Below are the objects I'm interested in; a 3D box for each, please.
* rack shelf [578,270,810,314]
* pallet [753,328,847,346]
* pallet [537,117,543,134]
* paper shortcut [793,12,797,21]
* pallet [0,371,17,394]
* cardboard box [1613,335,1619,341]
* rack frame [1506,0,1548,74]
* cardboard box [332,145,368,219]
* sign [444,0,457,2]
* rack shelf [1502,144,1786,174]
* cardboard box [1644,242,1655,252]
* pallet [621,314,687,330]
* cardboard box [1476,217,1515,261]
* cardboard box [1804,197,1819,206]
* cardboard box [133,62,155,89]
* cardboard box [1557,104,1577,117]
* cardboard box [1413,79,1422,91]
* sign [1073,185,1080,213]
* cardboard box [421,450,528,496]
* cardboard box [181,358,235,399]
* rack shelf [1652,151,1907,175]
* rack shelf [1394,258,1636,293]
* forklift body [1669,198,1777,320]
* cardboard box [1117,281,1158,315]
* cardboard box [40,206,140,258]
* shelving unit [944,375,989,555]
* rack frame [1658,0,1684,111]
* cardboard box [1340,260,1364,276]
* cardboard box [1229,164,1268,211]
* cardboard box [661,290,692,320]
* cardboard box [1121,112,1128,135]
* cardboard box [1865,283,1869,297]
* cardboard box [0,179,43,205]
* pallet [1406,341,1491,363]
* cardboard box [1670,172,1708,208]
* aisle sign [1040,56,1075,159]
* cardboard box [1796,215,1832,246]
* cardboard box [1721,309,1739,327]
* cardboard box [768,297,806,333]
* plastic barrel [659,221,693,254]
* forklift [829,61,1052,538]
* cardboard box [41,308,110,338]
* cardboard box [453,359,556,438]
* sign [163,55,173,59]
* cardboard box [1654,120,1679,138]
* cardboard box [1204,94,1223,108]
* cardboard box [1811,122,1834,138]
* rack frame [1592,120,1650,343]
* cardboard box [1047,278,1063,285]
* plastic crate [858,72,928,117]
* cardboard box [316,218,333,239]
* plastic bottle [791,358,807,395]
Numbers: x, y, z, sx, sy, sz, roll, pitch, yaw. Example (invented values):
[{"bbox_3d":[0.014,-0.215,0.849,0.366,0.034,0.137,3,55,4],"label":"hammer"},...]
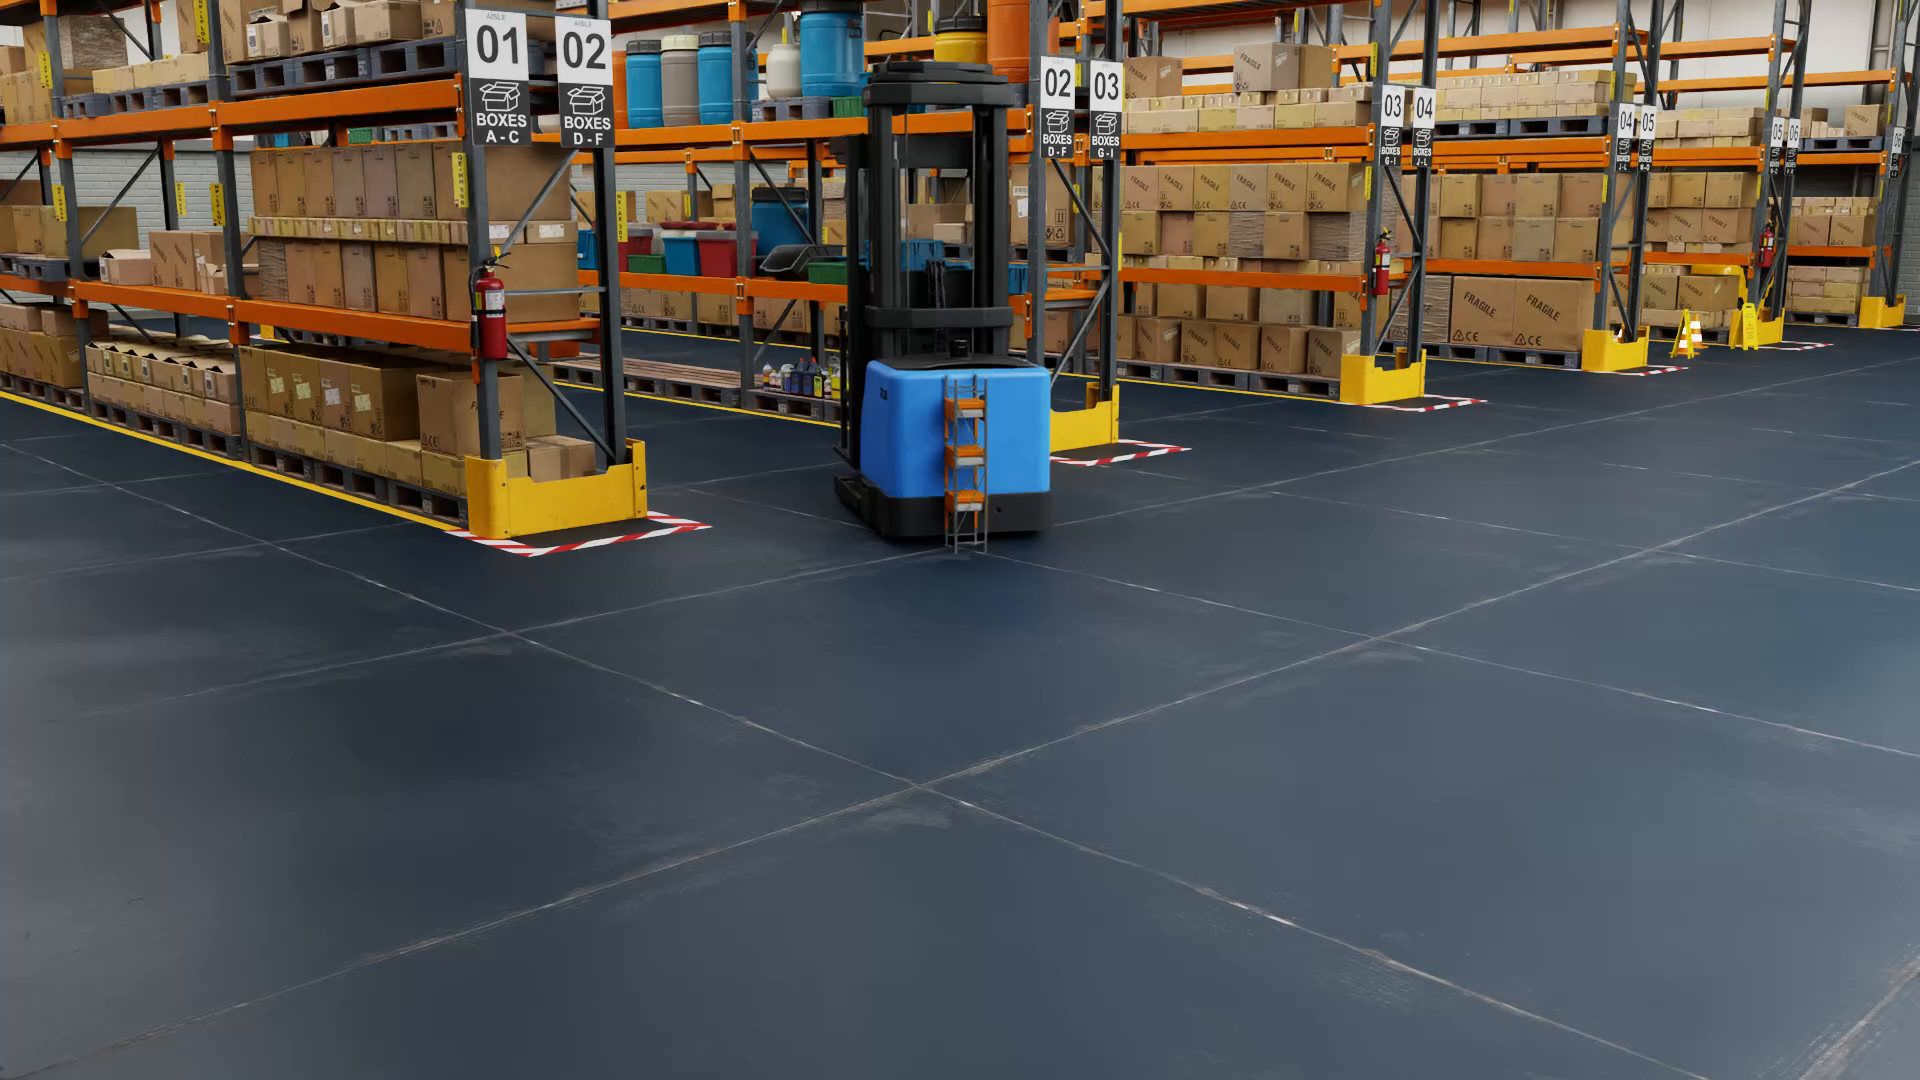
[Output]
[{"bbox_3d":[-3.189,-2.790,18.276,1.077,0.370,4.000,-11,16,-43],"label":"rack shelf"},{"bbox_3d":[-2.316,-3.062,24.725,1.003,0.211,1.213,-11,16,-43],"label":"pallet"},{"bbox_3d":[-5.028,-4.936,19.944,1.003,0.211,1.213,-11,16,-43],"label":"pallet"},{"bbox_3d":[-2.280,-7.250,22.931,0.009,0.170,0.078,4,-25,-45],"label":"paper shortcut"},{"bbox_3d":[-10.329,-1.849,18.837,1.003,0.211,1.213,-11,16,-43],"label":"pallet"},{"bbox_3d":[9.338,-2.851,23.855,0.380,0.149,0.250,-3,12,-13],"label":"cardboard box"},{"bbox_3d":[8.942,-7.860,26.234,1.000,3.000,0.127,-11,16,-43],"label":"rack frame"},{"bbox_3d":[-4.042,-2.561,11.921,0.700,0.500,0.500,-11,16,-43],"label":"cardboard box"},{"bbox_3d":[-3.033,-3.367,9.864,0.100,0.325,0.005,-11,16,-43],"label":"sign"},{"bbox_3d":[10.323,-5.746,25.193,1.077,0.370,4.000,-11,16,-43],"label":"rack shelf"},{"bbox_3d":[10.357,-4.416,25.010,0.380,0.149,0.250,-11,16,-43],"label":"cardboard box"},{"bbox_3d":[-5.066,-3.642,27.541,1.003,0.211,1.213,-11,16,-43],"label":"pallet"},{"bbox_3d":[7.213,-3.931,21.660,0.875,0.550,0.550,-11,16,-43],"label":"cardboard box"},{"bbox_3d":[14.380,-5.678,27.919,0.380,0.149,0.250,-11,16,-42],"label":"cardboard box"},{"bbox_3d":[-7.039,-4.128,14.887,0.500,0.250,0.500,-11,16,-44],"label":"cardboard box"},{"bbox_3d":[7.546,-5.272,20.442,0.380,0.149,0.250,-11,16,-42],"label":"cardboard box"},{"bbox_3d":[6.142,-5.959,21.801,0.380,0.149,0.250,-11,16,-42],"label":"cardboard box"},{"bbox_3d":[1.375,-4.030,19.642,0.100,0.325,0.005,-11,16,-43],"label":"sign"},{"bbox_3d":[-3.215,-0.473,11.020,0.500,0.250,0.500,-11,16,-43],"label":"cardboard box"},{"bbox_3d":[-6.244,-1.389,14.075,0.500,0.311,0.500,-10,16,-41],"label":"cardboard box"},{"bbox_3d":[13.910,-6.439,28.553,1.077,0.370,4.000,-11,16,-43],"label":"rack shelf"},{"bbox_3d":[6.813,-3.573,22.076,1.077,0.370,4.000,-11,16,-43],"label":"rack shelf"},{"bbox_3d":[12.663,-4.637,27.561,2.313,2.155,1.214,-11,16,-43],"label":"forklift body"},{"bbox_3d":[3.025,-3.803,25.946,1.050,0.750,0.750,-11,16,-43],"label":"cardboard box"},{"bbox_3d":[-8.672,-3.075,16.590,0.500,0.500,0.700,6,13,26],"label":"cardboard box"},{"bbox_3d":[0.036,-0.452,9.979,0.215,1.050,0.252,-3,12,-13],"label":"shelving unit"},{"bbox_3d":[12.529,-8.552,29.594,1.000,3.000,0.127,-11,16,-43],"label":"rack frame"},{"bbox_3d":[4.191,-2.847,17.391,0.380,0.149,0.250,-11,16,-43],"label":"cardboard box"},{"bbox_3d":[3.285,-3.833,18.091,0.500,0.500,0.500,-11,16,-43],"label":"cardboard box"},{"bbox_3d":[-4.148,-3.981,26.497,0.875,0.875,0.875,-11,16,-43],"label":"cardboard box"},{"bbox_3d":[1.900,-4.835,19.357,0.500,0.250,0.500,11,16,43],"label":"cardboard box"},{"bbox_3d":[15.117,-4.231,28.024,0.500,0.250,0.500,-11,16,-42],"label":"cardboard box"},{"bbox_3d":[-11.040,-3.975,19.519,0.500,0.500,0.500,-10,16,-41],"label":"cardboard box"},{"bbox_3d":[6.747,-2.551,22.245,1.003,0.211,1.213,-11,16,-43],"label":"pallet"},{"bbox_3d":[10.849,-5.141,24.443,0.700,0.500,0.500,-11,16,-42],"label":"cardboard box"},{"bbox_3d":[0.789,-3.488,13.439,0.394,0.787,0.004,-11,16,-43],"label":"aisle sign"},{"bbox_3d":[14.410,-5.191,27.901,0.500,0.500,0.500,-10,15,-41],"label":"cardboard box"},{"bbox_3d":[11.347,-3.353,24.999,0.500,0.250,0.500,-11,16,-43],"label":"cardboard box"},{"bbox_3d":[-2.060,-3.524,24.282,1.225,0.875,0.875,-11,16,-42],"label":"cardboard box"},{"bbox_3d":[-3.115,-3.257,18.425,0.433,0.535,0.433,0,12,0],"label":"plastic barrel"},{"bbox_3d":[-0.272,-1.701,11.377,1.130,2.935,3.031,-3,12,-13],"label":"forklift"},{"bbox_3d":[-9.013,-2.214,16.945,0.500,0.250,0.500,-10,15,-40],"label":"cardboard box"},{"bbox_3d":[-3.187,-0.985,11.648,0.500,0.500,0.500,-11,16,-43],"label":"cardboard box"},{"bbox_3d":[-7.748,-4.582,16.279,0.100,0.325,0.005,-11,16,-43],"label":"sign"},{"bbox_3d":[10.448,-6.065,24.590,0.500,0.250,0.500,-10,16,-41],"label":"cardboard box"},{"bbox_3d":[2.906,-4.823,18.313,0.380,0.149,0.250,-10,16,-41],"label":"cardboard box"},{"bbox_3d":[14.324,-6.804,27.586,0.396,0.266,0.258,-11,16,-42],"label":"cardboard box"},{"bbox_3d":[8.194,-3.633,20.586,1.000,3.000,0.127,-11,16,-43],"label":"rack frame"},{"bbox_3d":[1.651,-4.285,27.045,0.500,0.250,0.500,-11,16,-42],"label":"cardboard box"},{"bbox_3d":[-0.580,-3.964,14.799,0.392,0.384,0.575,-11,16,-43],"label":"plastic crate"},{"bbox_3d":[-4.455,-2.274,12.132,0.250,0.149,0.380,11,16,43],"label":"cardboard box"},{"bbox_3d":[-1.551,-1.593,16.157,0.144,0.351,0.185,-10,16,-41],"label":"plastic bottle"}]
